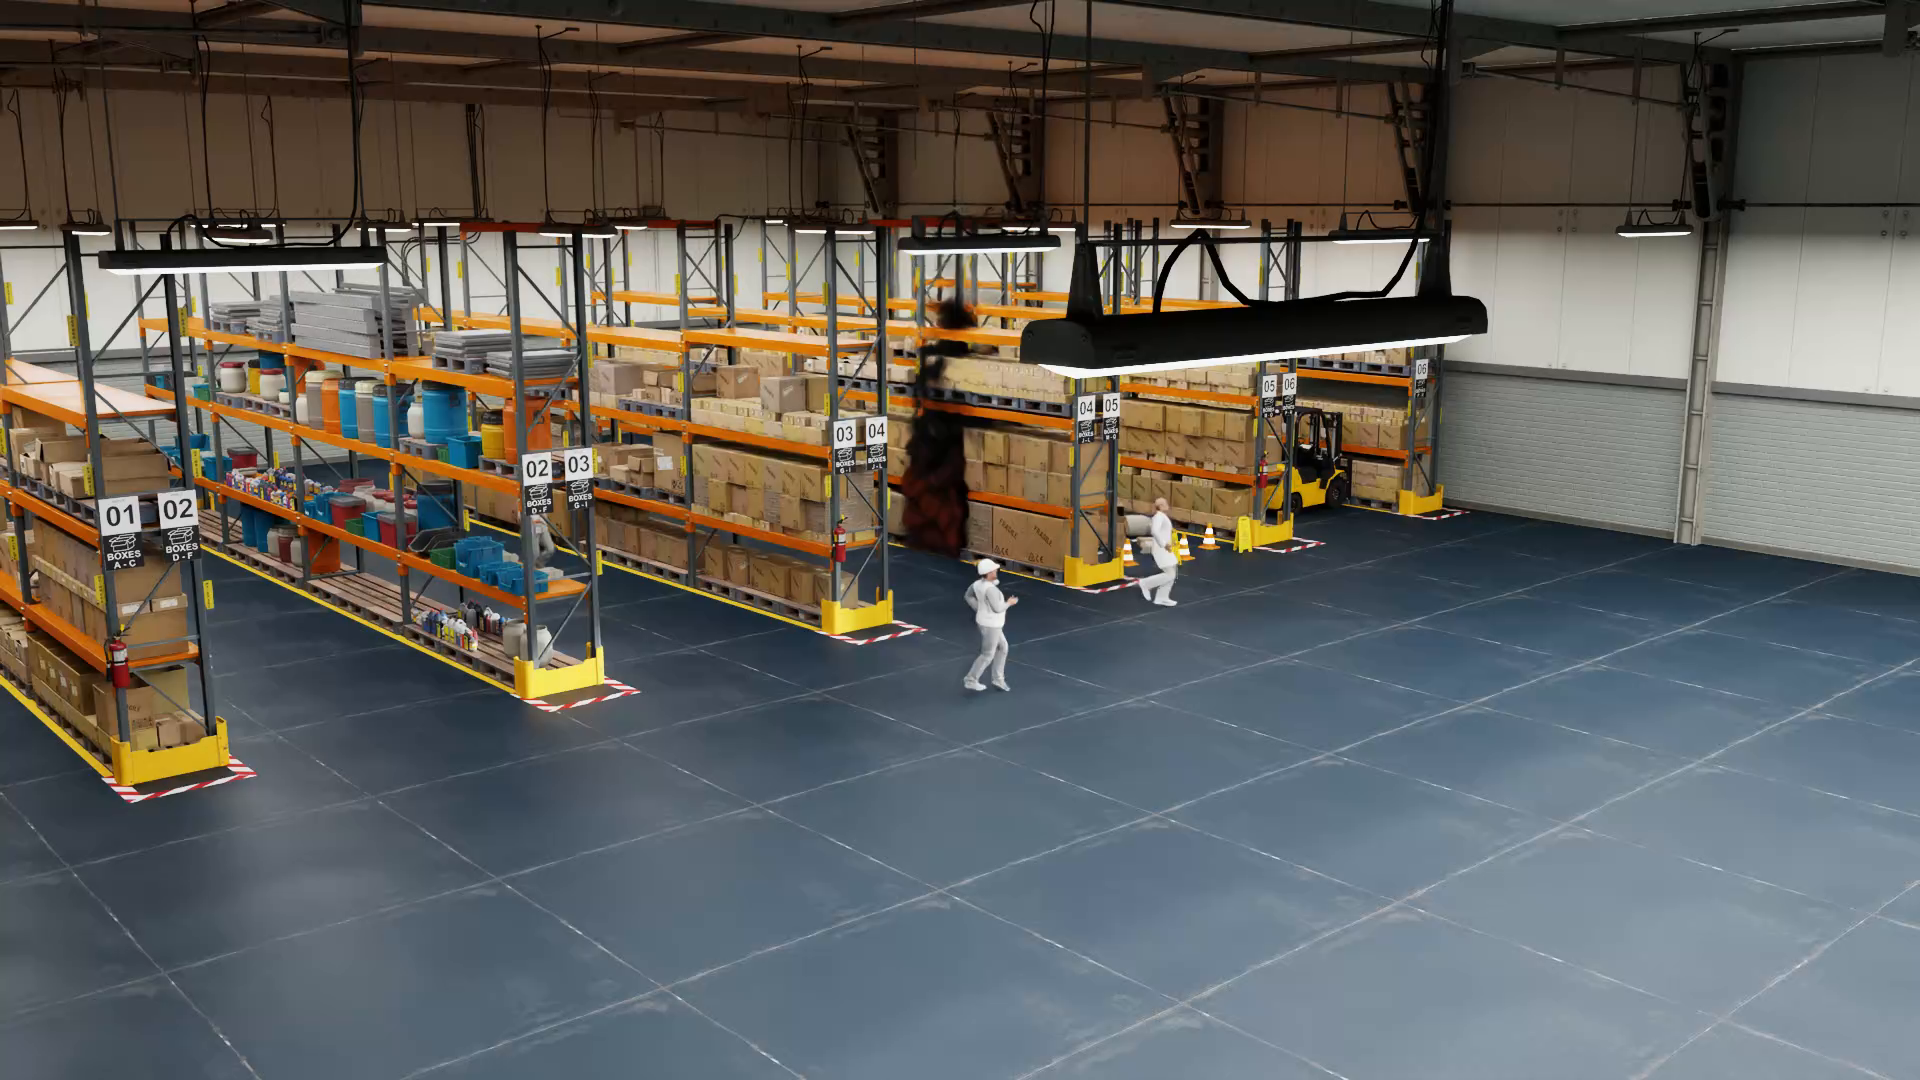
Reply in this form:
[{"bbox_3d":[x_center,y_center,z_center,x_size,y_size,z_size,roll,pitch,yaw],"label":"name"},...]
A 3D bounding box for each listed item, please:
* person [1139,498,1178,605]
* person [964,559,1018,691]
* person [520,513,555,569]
[{"bbox_3d":[3.186,0.173,26.747,0.634,1.699,0.723,0,11,1],"label":"person"},{"bbox_3d":[0.391,1.142,21.741,0.729,1.831,0.640,-3,12,-13],"label":"person"},{"bbox_3d":[-7.181,-0.122,28.326,0.590,1.647,0.589,9,15,38],"label":"person"}]
